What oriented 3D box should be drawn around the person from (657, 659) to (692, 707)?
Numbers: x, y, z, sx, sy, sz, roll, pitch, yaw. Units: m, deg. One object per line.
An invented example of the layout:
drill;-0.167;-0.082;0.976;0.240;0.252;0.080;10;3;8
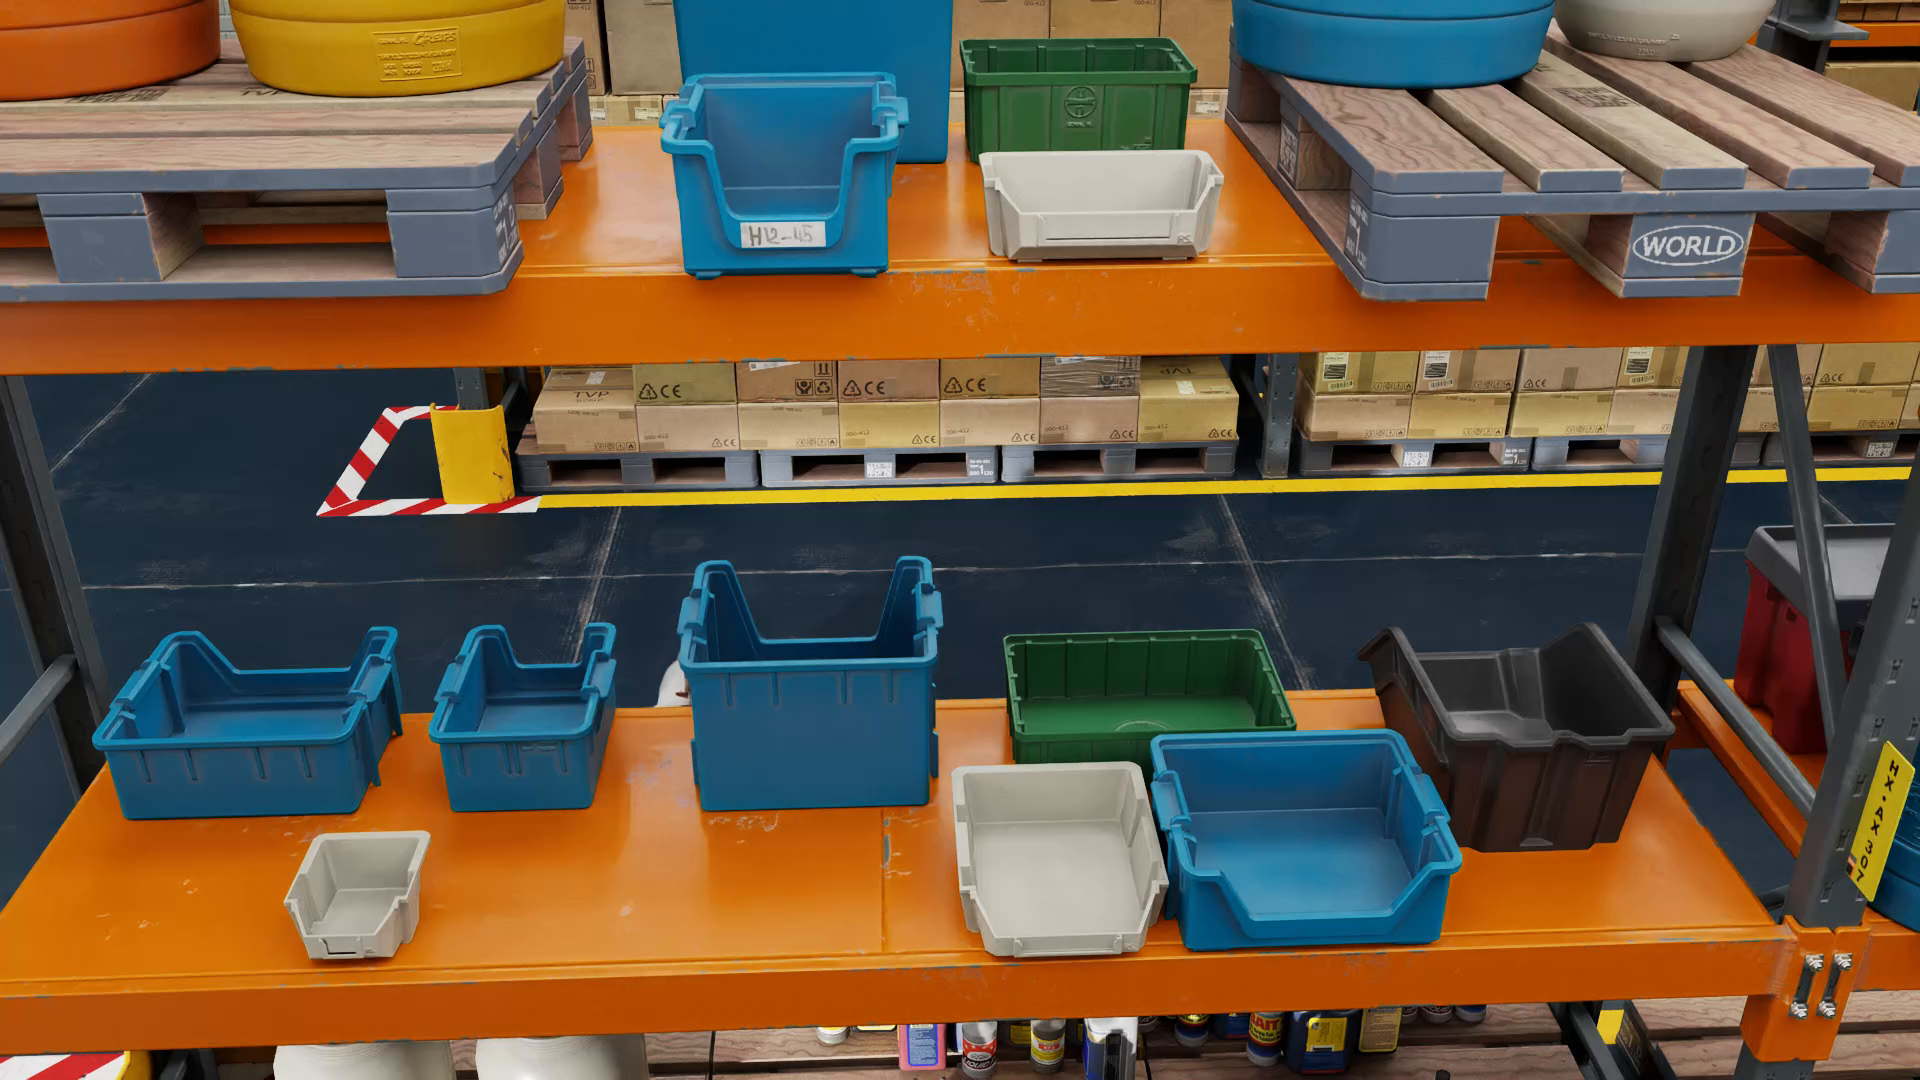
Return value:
person;-0.869;0.733;5.761;0.477;0.810;0.821;-1;28;-3
